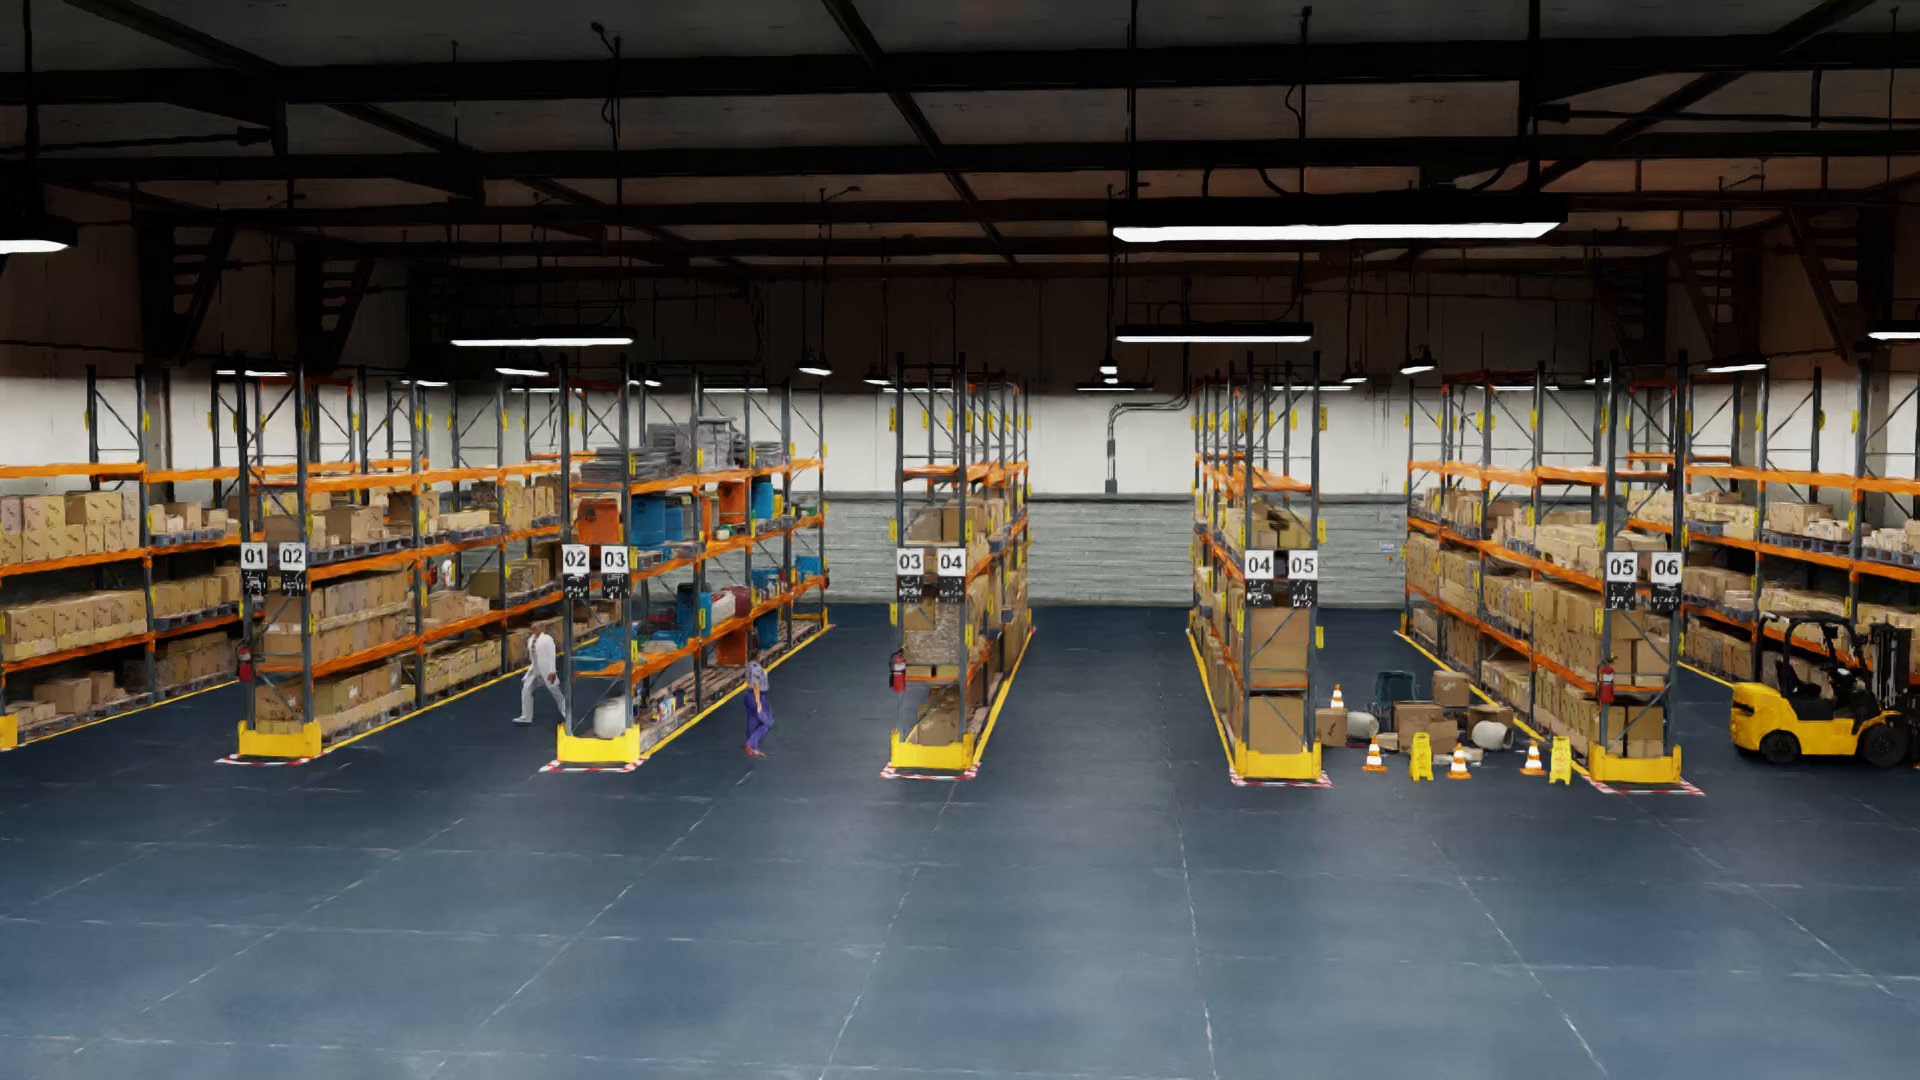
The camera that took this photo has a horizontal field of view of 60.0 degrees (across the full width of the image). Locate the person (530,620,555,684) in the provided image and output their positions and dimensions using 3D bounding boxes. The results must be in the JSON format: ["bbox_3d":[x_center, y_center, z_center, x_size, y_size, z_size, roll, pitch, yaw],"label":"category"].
[{"bbox_3d":[-6.968,1.847,27.651,0.598,1.056,0.435,2,5,26],"label":"person"}]

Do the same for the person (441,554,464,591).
[{"bbox_3d":[-12.921,1.134,42.398,0.631,1.716,0.573,-4,5,-42],"label":"person"}]

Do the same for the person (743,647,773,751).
[{"bbox_3d":[-3.057,2.389,24.851,0.408,1.563,0.520,-2,4,-23],"label":"person"}]

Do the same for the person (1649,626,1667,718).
[{"bbox_3d":[11.620,2.193,27.663,0.384,1.524,0.490,3,5,38],"label":"person"}]
